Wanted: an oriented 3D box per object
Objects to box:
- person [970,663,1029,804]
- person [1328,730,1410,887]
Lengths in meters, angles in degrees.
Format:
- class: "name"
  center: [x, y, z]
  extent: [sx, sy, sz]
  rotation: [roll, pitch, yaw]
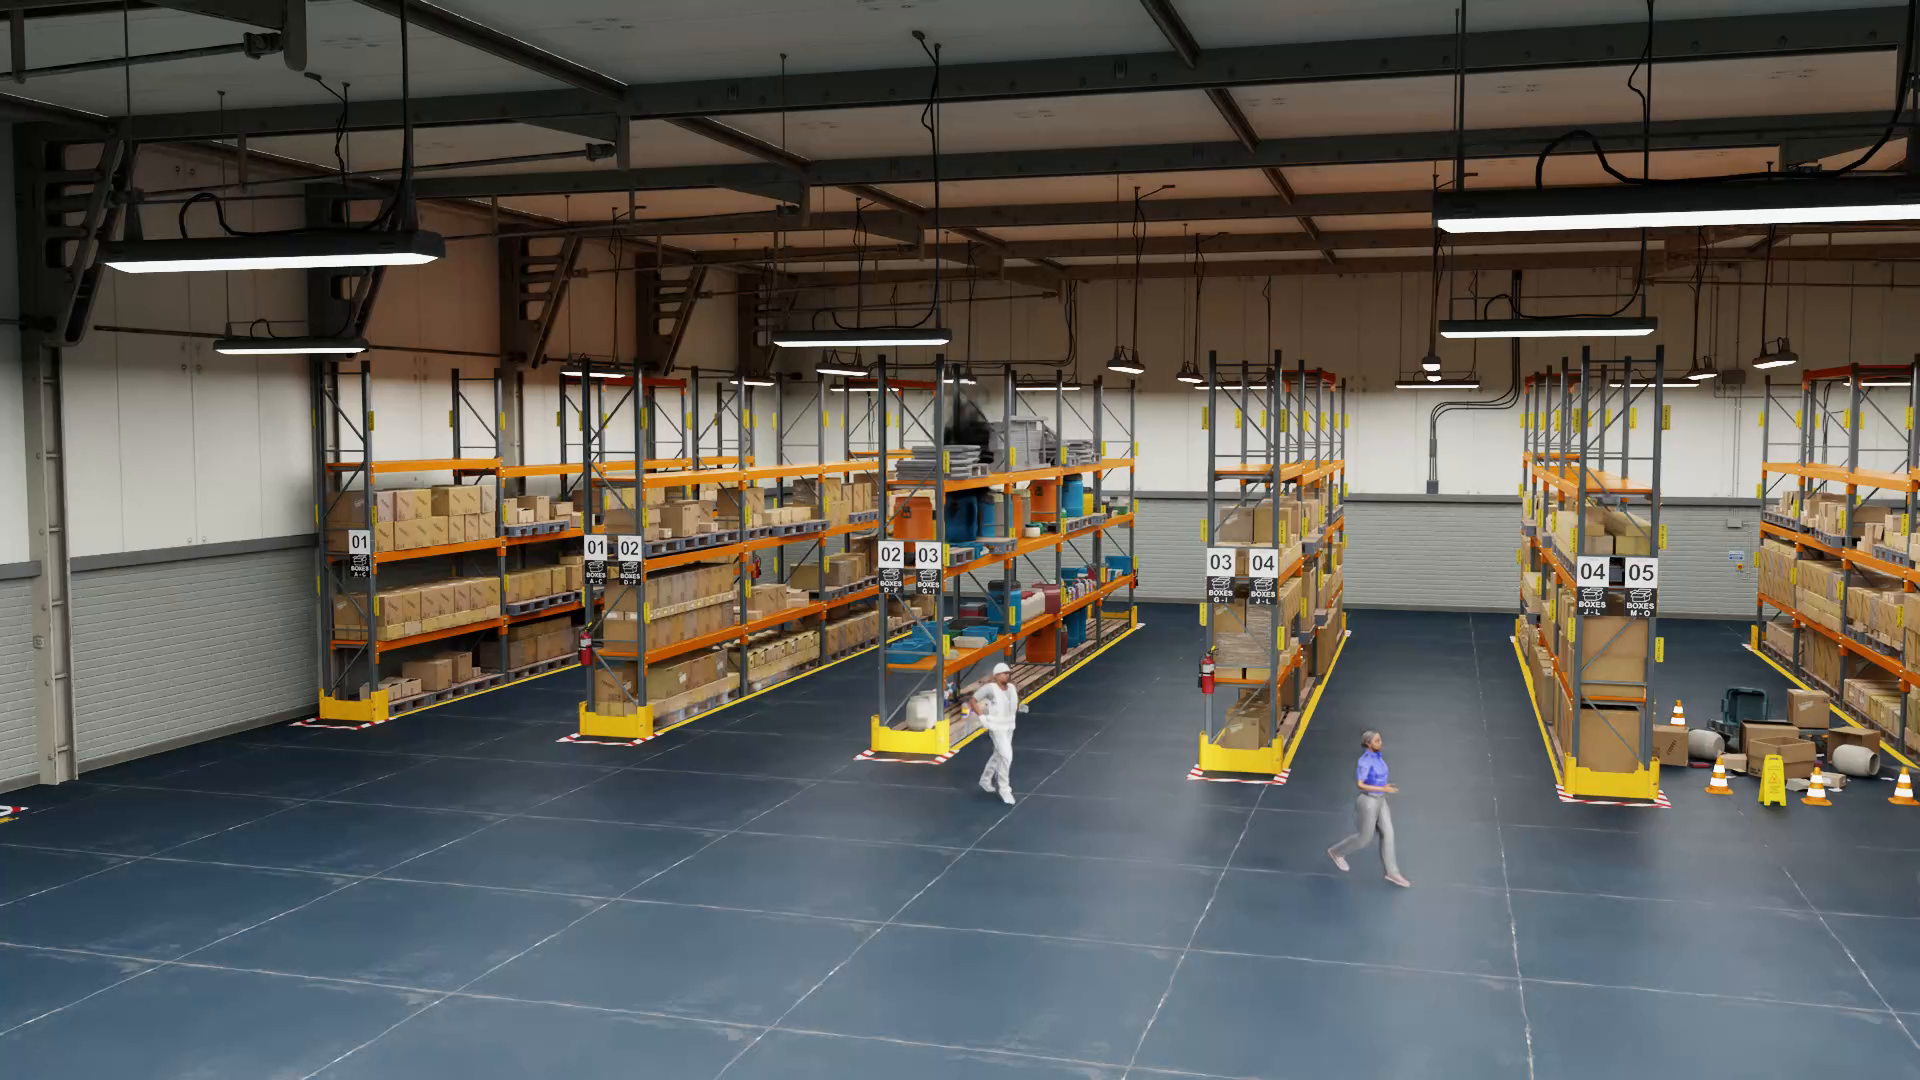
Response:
- class: "person"
  center: [0.538, 2.543, 22.018]
  extent: [0.803, 1.848, 0.659]
  rotation: [4, 5, 42]
- class: "person"
  center: [4.446, 2.879, 18.021]
  extent: [0.920, 1.658, 0.581]
  rotation: [3, 5, 40]
